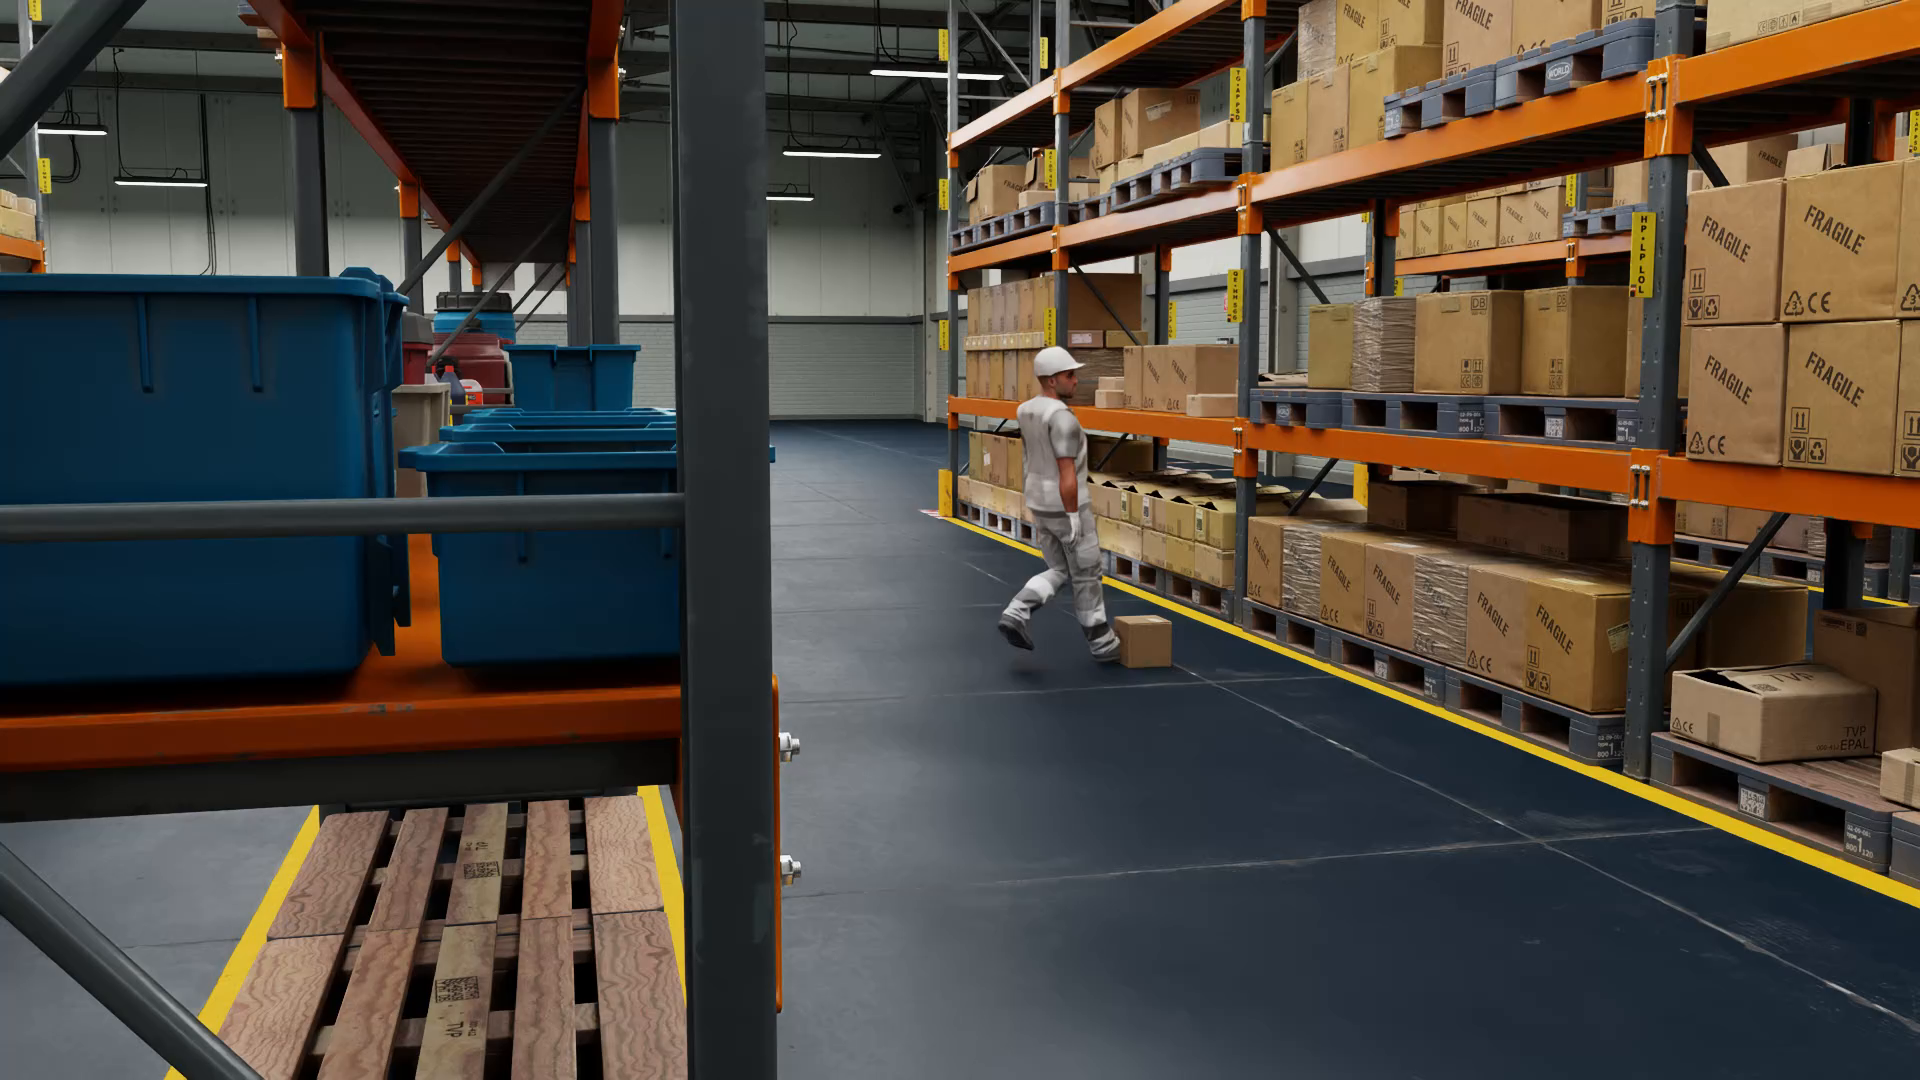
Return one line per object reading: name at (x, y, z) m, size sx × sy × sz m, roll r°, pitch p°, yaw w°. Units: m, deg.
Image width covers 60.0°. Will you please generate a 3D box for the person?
person at (0.610, -0.177, 9.103) m, size 0.879 × 1.752 × 0.631 m, roll -3°, pitch 7°, yaw -26°
